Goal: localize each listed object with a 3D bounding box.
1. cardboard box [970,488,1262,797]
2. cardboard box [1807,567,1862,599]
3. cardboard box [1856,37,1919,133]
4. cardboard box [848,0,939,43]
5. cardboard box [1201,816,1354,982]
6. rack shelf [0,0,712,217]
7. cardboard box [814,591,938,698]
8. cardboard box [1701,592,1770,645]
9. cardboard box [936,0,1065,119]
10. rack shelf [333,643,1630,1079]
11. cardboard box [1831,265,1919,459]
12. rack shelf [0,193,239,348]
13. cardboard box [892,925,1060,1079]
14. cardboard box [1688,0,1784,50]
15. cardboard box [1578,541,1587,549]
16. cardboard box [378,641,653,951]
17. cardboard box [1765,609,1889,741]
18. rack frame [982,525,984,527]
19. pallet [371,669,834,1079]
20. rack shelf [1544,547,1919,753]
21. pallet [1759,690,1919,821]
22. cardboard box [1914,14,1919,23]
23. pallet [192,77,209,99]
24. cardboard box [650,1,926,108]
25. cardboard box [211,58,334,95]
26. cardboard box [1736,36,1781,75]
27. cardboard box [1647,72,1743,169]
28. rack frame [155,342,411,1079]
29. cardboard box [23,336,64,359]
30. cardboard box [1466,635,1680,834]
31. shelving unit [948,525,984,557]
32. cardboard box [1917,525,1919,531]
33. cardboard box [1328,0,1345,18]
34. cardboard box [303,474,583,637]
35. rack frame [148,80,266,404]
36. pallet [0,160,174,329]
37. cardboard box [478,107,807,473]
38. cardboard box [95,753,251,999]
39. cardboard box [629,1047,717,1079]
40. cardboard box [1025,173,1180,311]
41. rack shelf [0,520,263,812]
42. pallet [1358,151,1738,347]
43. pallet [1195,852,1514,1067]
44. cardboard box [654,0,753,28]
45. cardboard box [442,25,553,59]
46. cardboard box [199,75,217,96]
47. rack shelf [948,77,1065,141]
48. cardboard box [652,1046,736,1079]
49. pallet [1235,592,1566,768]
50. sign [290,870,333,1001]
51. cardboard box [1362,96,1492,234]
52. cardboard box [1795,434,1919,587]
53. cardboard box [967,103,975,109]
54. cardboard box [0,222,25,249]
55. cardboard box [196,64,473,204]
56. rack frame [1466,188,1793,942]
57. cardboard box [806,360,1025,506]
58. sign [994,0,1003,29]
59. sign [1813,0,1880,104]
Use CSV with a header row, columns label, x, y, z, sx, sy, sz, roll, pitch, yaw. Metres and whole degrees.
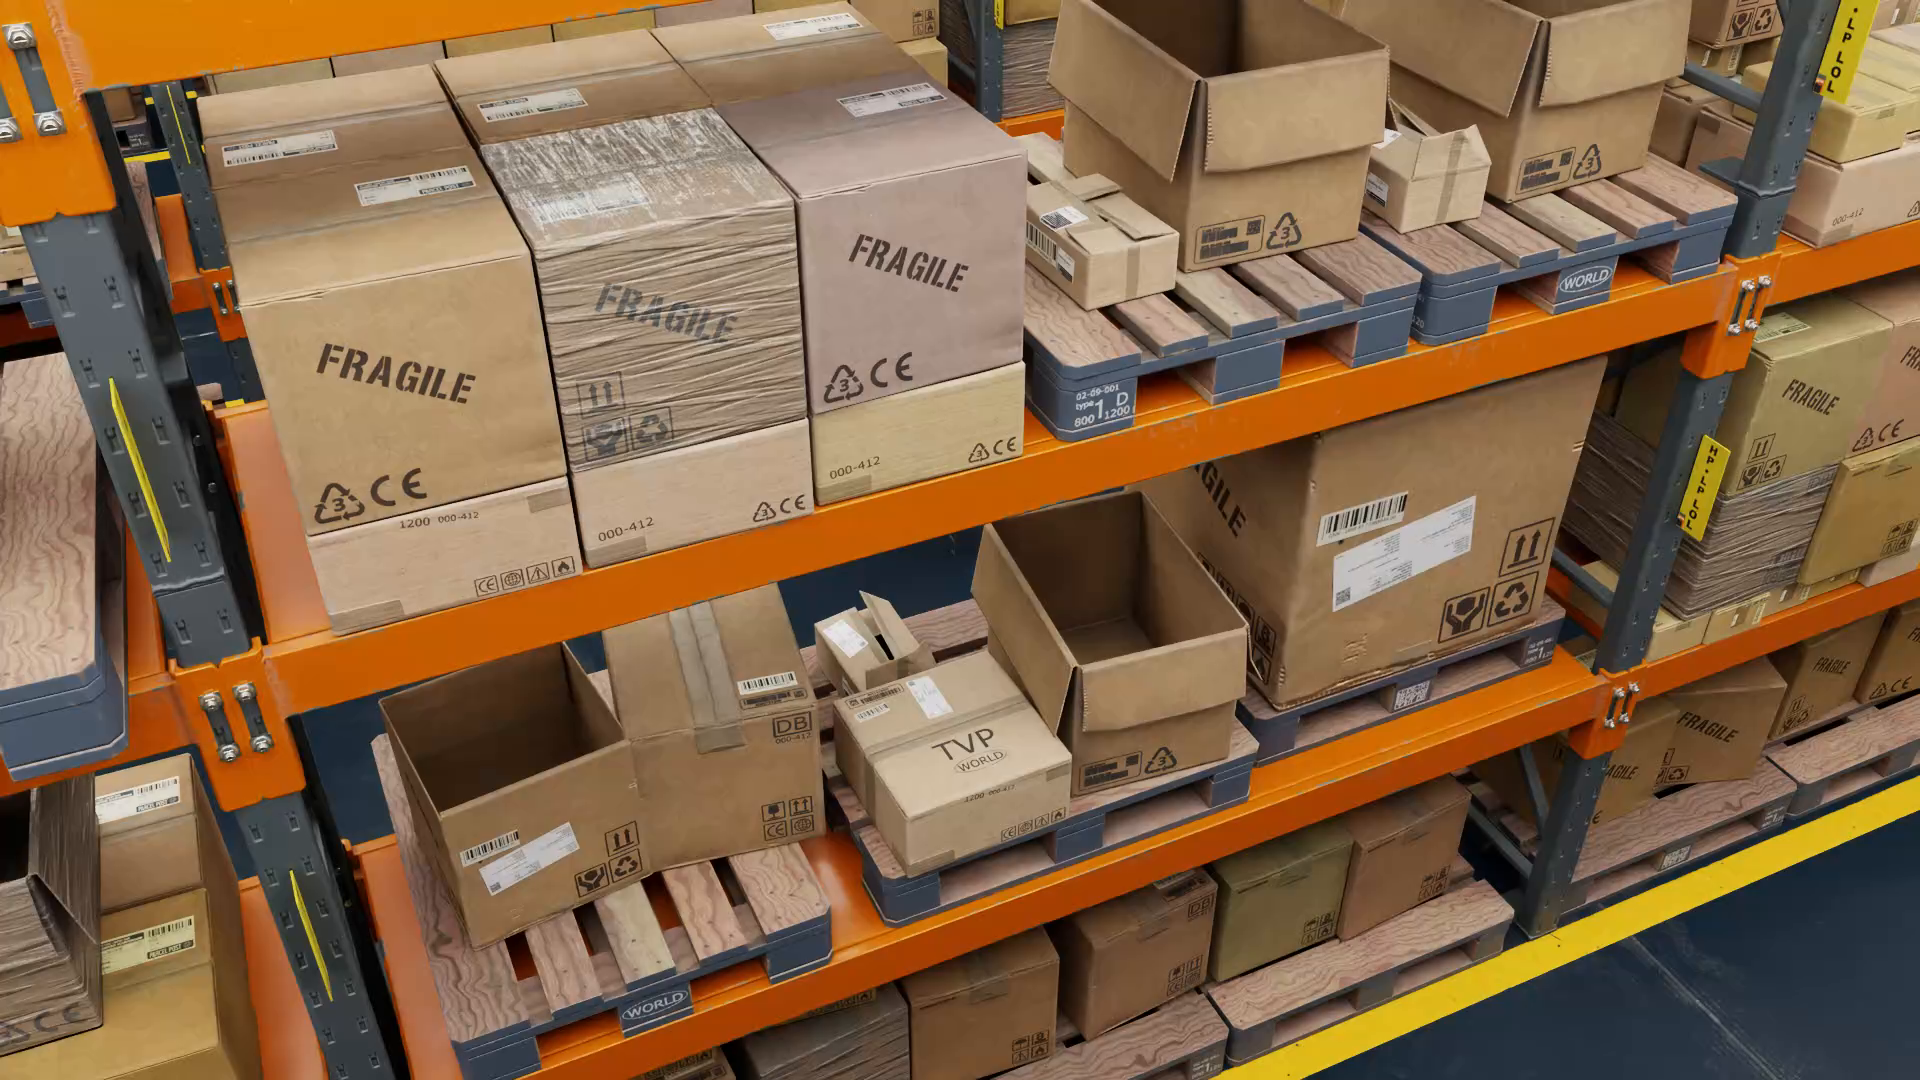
label,x,y,z,sx,sy,sz,roll,pitch,yaw
cardboard box,0.448,0.292,4.899,0.637,0.503,0.797,-12,38,-15
cardboard box,2.969,0.019,5.917,0.250,0.149,0.380,-16,39,-20
cardboard box,2.616,-1.311,4.773,0.250,0.149,0.380,-18,40,-22
cardboard box,-0.485,-3.000,8.853,0.500,0.500,0.700,-16,40,-21
cardboard box,0.974,1.095,5.985,0.500,0.500,0.700,-16,39,-20
rack shelf,0.168,-1.440,3.578,4.000,0.370,1.077,-16,39,-20
cardboard box,-0.248,0.344,5.029,0.258,0.266,0.396,-17,40,-21
cardboard box,2.533,0.166,5.719,0.250,0.149,0.380,-16,39,-20
cardboard box,0.291,-2.847,9.445,0.550,0.550,0.875,-16,39,-20
rack shelf,0.168,0.809,5.246,4.000,0.370,1.077,-16,39,-20
cardboard box,2.946,-0.652,5.438,0.500,0.500,0.500,-16,39,-20
rack shelf,-5.469,-0.879,7.521,4.000,0.370,1.077,-16,39,-20
cardboard box,-0.038,1.378,5.603,0.500,0.500,0.700,-12,38,-16
cardboard box,2.277,-1.803,4.892,0.500,0.500,0.500,-17,40,-21
cardboard box,2.278,-0.157,6.154,0.250,0.149,0.380,-16,39,-20
cardboard box,-1.171,0.659,4.407,0.500,0.500,0.500,-21,41,-25
cardboard box,3.401,0.421,6.911,0.500,0.500,0.500,-19,41,-24
rack frame,0.096,-0.509,7.929,0.006,1.200,0.240,-16,39,-20
pallet,-1.043,0.865,4.727,1.003,0.211,1.213,-16,39,-20
rack shelf,3.789,-0.204,6.611,4.000,0.370,1.077,-16,39,-20
pallet,3.677,0.633,7.219,1.213,0.211,1.003,-16,39,-20
cardboard box,3.074,-1.454,4.966,0.250,0.149,0.380,-14,39,-19
pallet,-5.145,-3.395,12.650,1.213,0.211,1.003,-16,39,-20
cardboard box,-0.403,-0.928,3.962,0.500,0.500,0.500,-15,39,-19
cardboard box,-3.248,-2.224,7.808,0.500,0.500,0.700,-16,39,-20
cardboard box,2.431,-1.548,5.092,0.250,0.149,0.380,-15,39,-19
cardboard box,2.280,-1.387,5.210,0.500,0.250,0.500,-14,39,-18
rack frame,-1.643,1.026,4.349,0.127,3.000,1.000,-16,39,-20
cardboard box,-4.166,-0.826,7.962,0.500,0.250,0.500,-17,40,-21
cardboard box,2.357,0.769,6.441,0.500,0.500,0.500,-17,40,-21
shelving unit,0.013,-0.486,7.898,0.189,1.200,0.258,-16,39,-20
cardboard box,3.422,-0.107,6.088,0.250,0.149,0.380,-16,39,-20
cardboard box,2.218,-3.416,10.212,0.550,0.550,0.875,-16,39,-20
cardboard box,-1.109,-0.100,3.475,0.500,0.250,0.500,-15,39,-19
rack frame,-3.659,-1.674,7.990,0.127,3.000,1.000,-16,39,-20
pallet,-4.258,-1.360,7.726,1.003,0.211,1.213,-16,39,-20
cardboard box,-0.647,-0.526,3.420,0.500,0.500,0.500,-15,39,-20
cardboard box,-2.198,0.962,4.351,0.500,0.500,0.500,-14,39,-19
cardboard box,-1.049,1.366,4.989,0.500,0.250,0.500,-14,39,-18
cardboard box,0.324,-0.738,4.052,0.250,0.166,0.380,-17,40,-21
rack shelf,-3.453,0.616,2.987,4.000,0.370,1.077,-16,39,-20
pallet,1.374,-1.017,4.743,1.003,0.211,1.213,-16,39,-20
pallet,1.274,1.331,6.278,1.213,0.211,1.003,-16,39,-20
cardboard box,-1.407,-2.741,8.504,0.500,0.500,0.700,-15,39,-20
cardboard box,-2.327,-2.484,8.158,0.500,0.500,0.700,-16,40,-21
cardboard box,-5.338,-3.569,12.397,0.625,0.372,0.950,-18,40,-23
rack shelf,1.773,-2.904,10.251,4.000,0.370,1.077,-16,39,-20
cardboard box,-1.045,1.673,5.206,0.500,0.500,0.700,-18,40,-22
pallet,1.225,0.206,5.616,1.213,0.211,1.003,-16,39,-20
sign,-1.404,0.859,3.601,0.005,0.325,0.100,-16,39,-20
cardboard box,1.170,-1.014,4.342,0.258,0.266,0.396,-14,39,-18
cardboard box,2.880,-0.334,5.849,0.500,0.500,0.875,-16,39,-20
cardboard box,0.562,-2.124,10.026,0.875,0.875,0.875,-15,39,-19
cardboard box,-4.153,-1.423,7.259,0.250,0.149,0.380,-14,39,-18
cardboard box,-1.317,-0.675,3.621,0.500,0.500,0.500,-15,39,-19
rack frame,1.978,0.014,5.714,0.127,3.000,1.000,-16,39,-20
cardboard box,-0.183,-0.365,3.833,0.500,0.250,0.500,-15,39,-19
sign,0.202,-2.830,8.642,0.005,0.325,0.100,-16,39,-20
sign,2.217,-1.259,4.147,0.005,0.325,0.100,-16,39,-20
